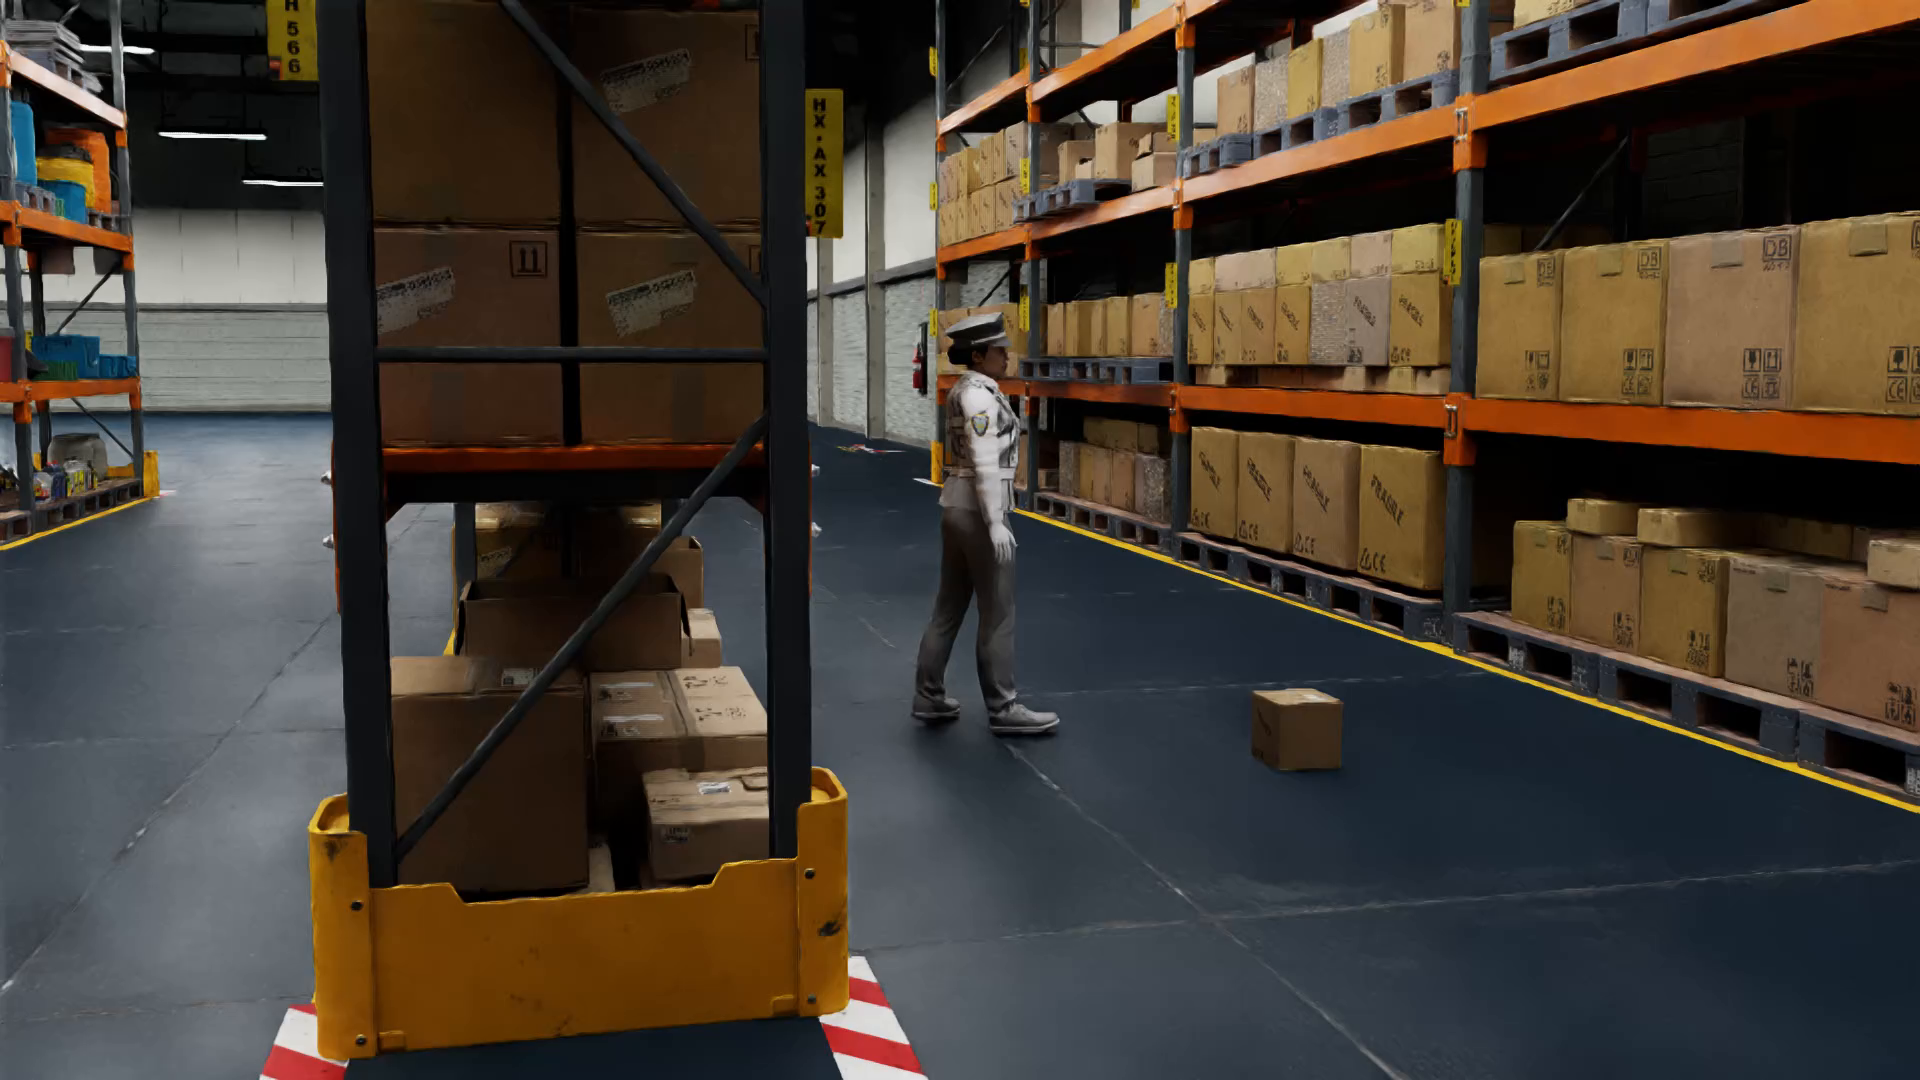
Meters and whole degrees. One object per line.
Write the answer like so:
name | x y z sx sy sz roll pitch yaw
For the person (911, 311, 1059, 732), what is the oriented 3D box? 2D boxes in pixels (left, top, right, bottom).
person | 0.104 -0.075 6.653 0.561 1.666 0.643 -1 6 -12
